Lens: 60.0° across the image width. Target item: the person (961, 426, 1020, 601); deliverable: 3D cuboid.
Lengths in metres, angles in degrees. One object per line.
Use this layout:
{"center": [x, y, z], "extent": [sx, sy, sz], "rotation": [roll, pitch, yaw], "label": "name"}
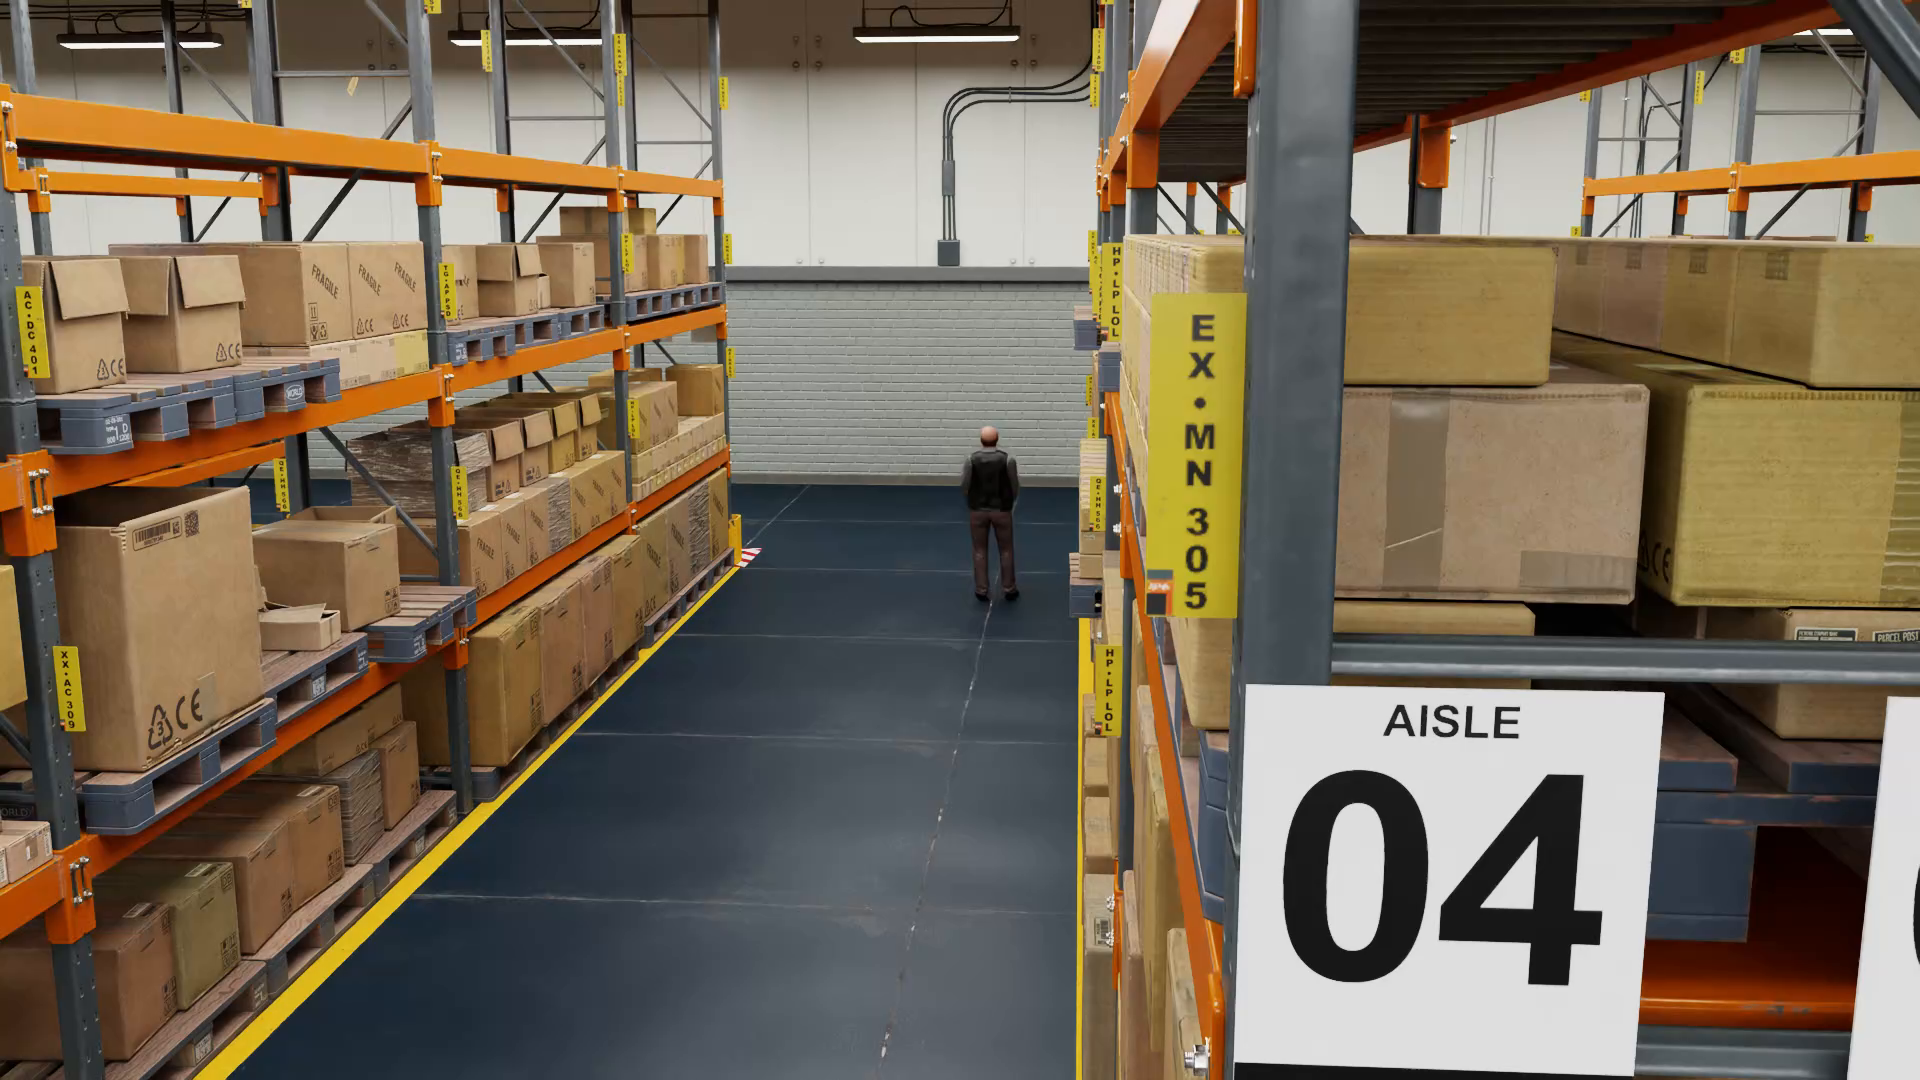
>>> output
{"center": [0.304, -0.276, 16.445], "extent": [0.574, 1.726, 0.428], "rotation": [1, 11, 4], "label": "person"}
